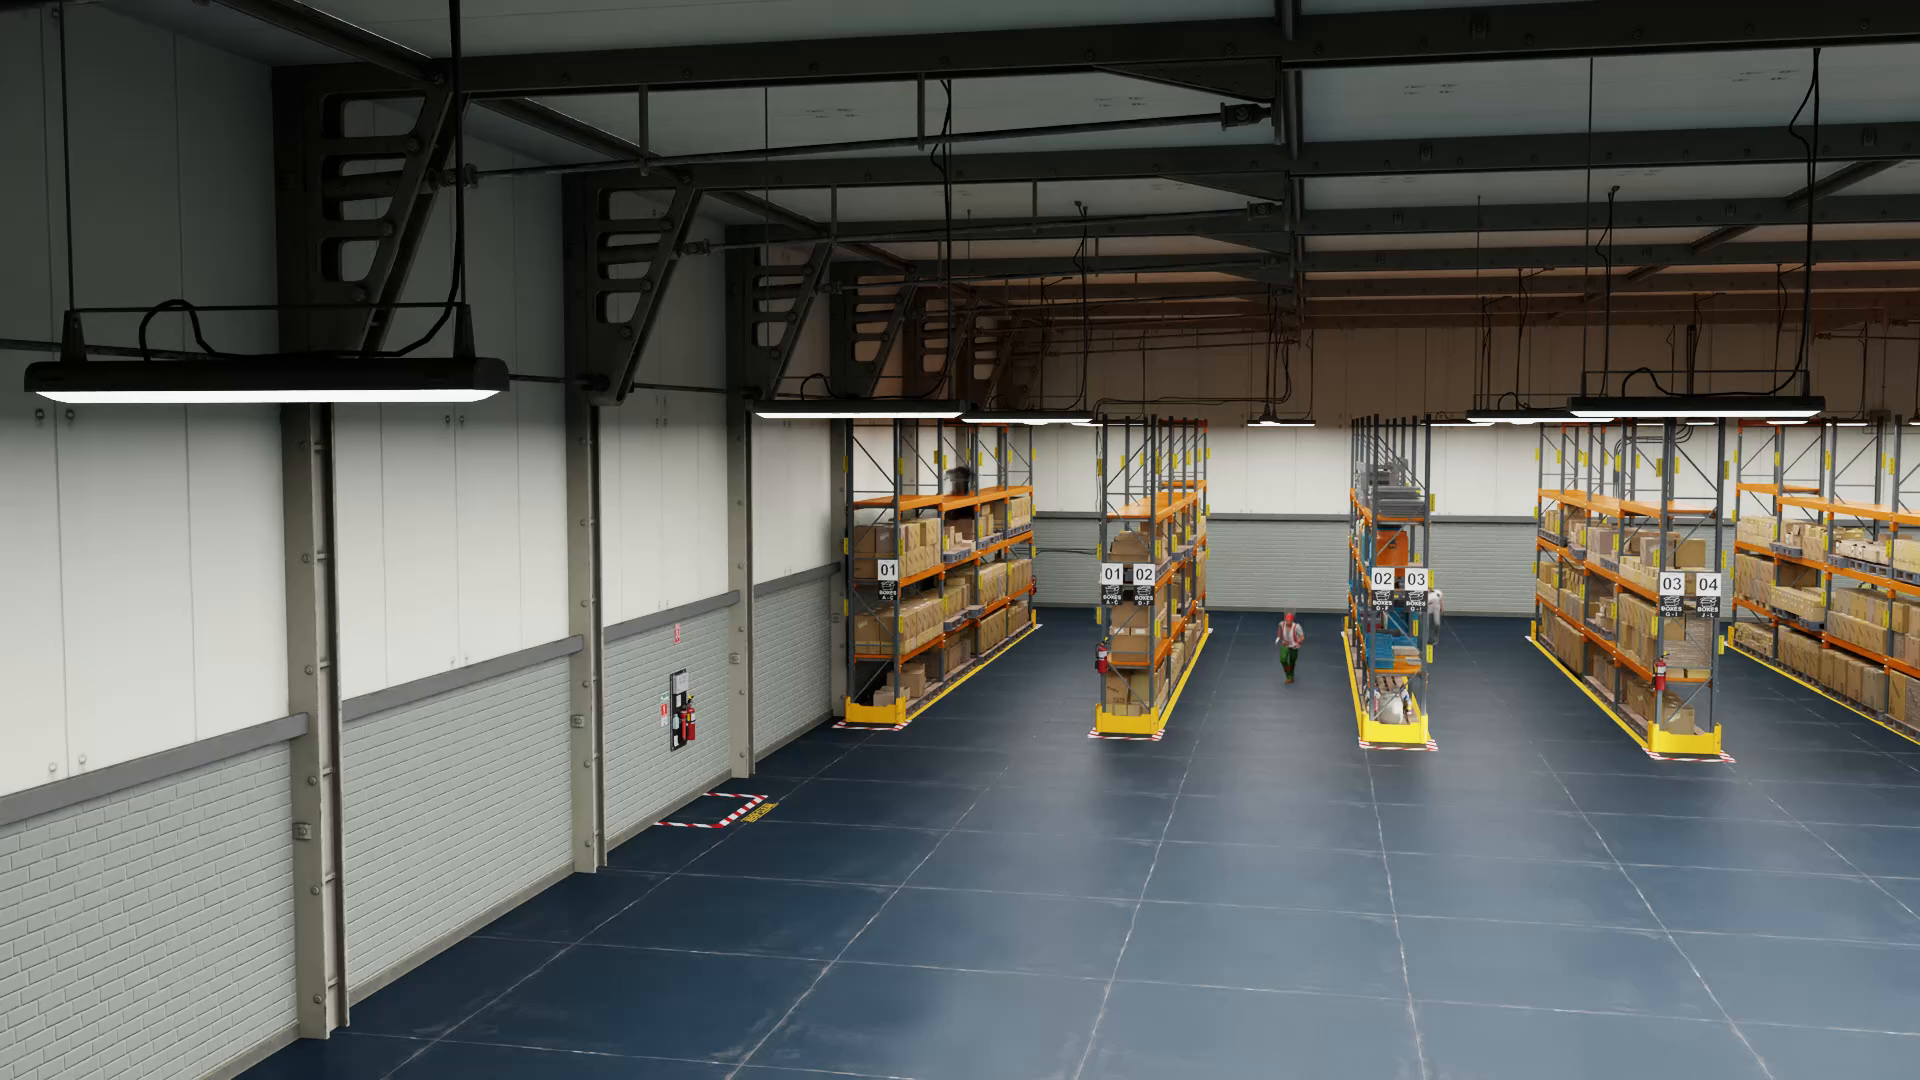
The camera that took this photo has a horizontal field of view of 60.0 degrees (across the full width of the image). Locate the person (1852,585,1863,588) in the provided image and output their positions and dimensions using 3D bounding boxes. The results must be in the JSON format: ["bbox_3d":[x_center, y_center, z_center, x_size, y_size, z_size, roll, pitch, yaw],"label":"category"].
[{"bbox_3d":[22.939,2.011,42.528,0.697,1.748,0.931,-1,4,-12],"label":"person"}]

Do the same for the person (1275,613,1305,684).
[{"bbox_3d":[7.489,2.411,37.632,0.687,1.609,1.132,1,4,21],"label":"person"}]

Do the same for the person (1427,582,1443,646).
[{"bbox_3d":[12.553,1.950,44.215,0.592,1.724,0.810,0,4,7],"label":"person"}]
